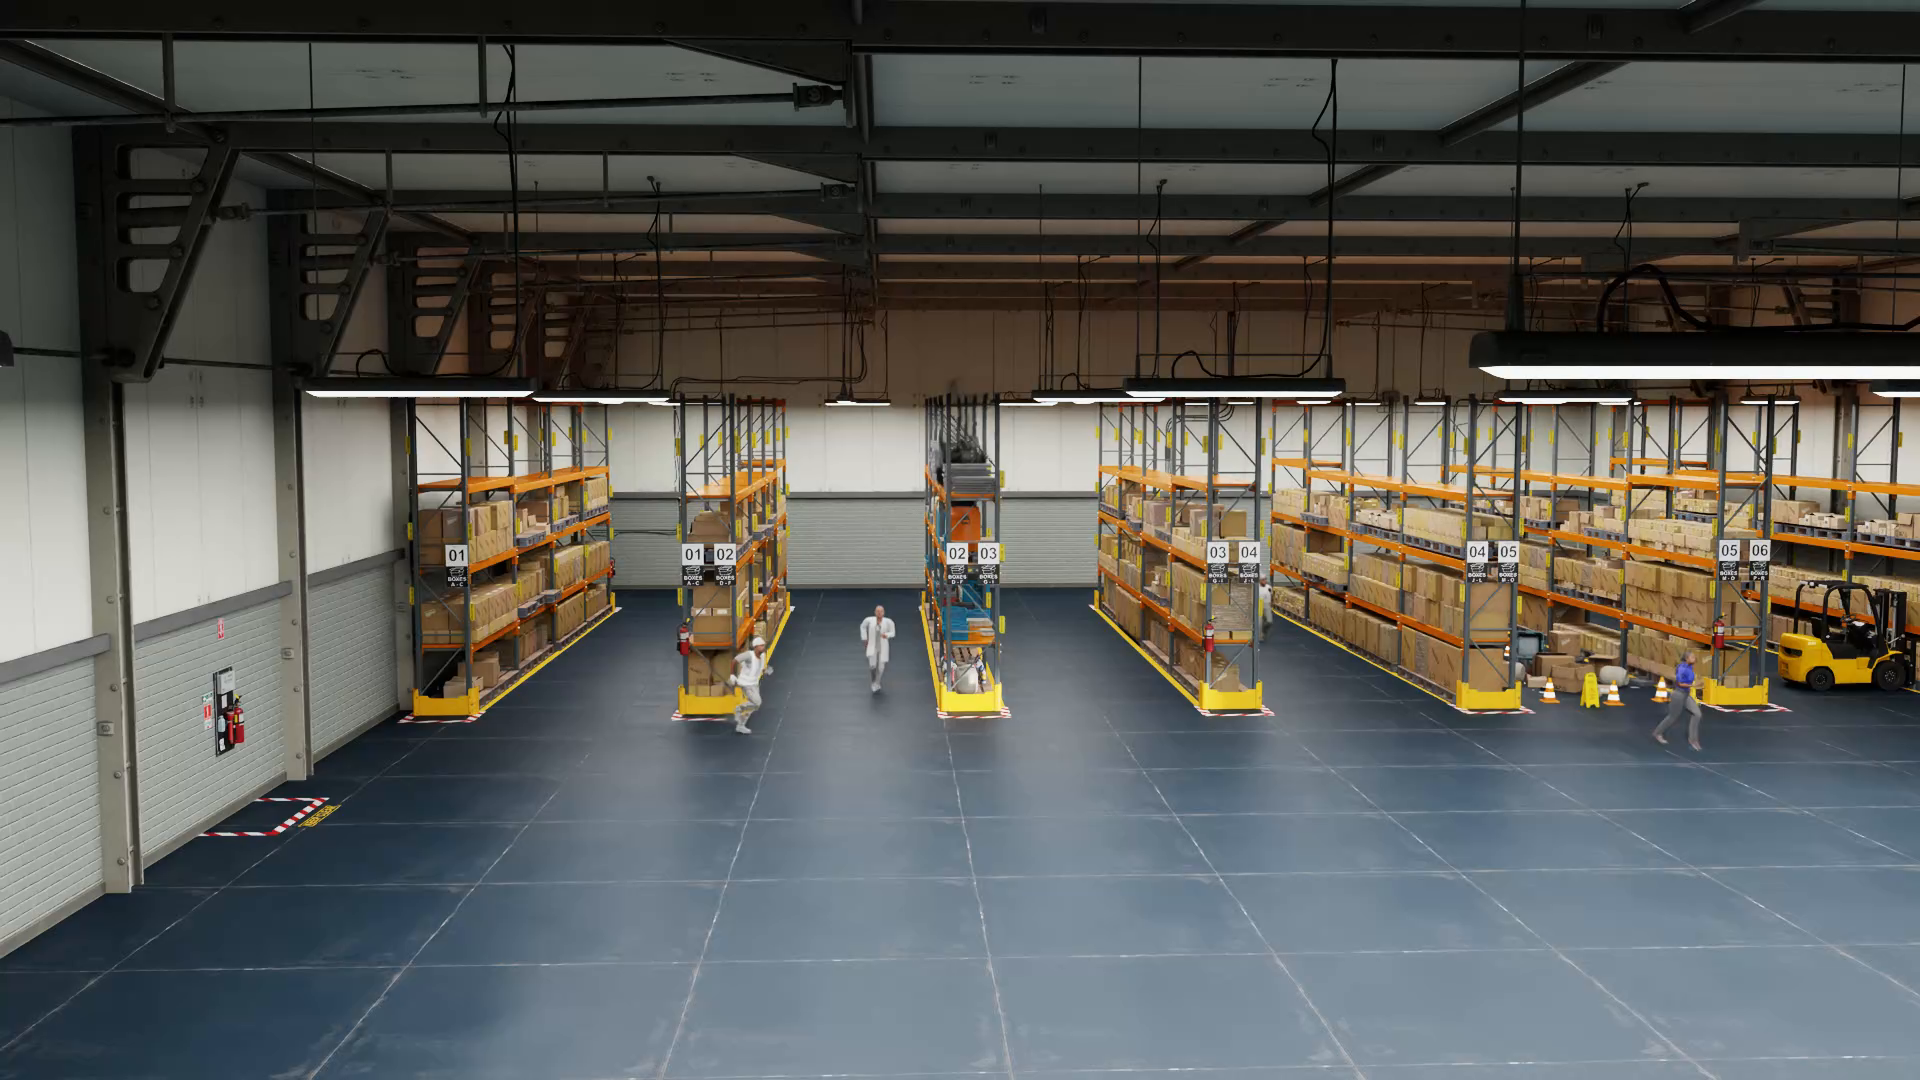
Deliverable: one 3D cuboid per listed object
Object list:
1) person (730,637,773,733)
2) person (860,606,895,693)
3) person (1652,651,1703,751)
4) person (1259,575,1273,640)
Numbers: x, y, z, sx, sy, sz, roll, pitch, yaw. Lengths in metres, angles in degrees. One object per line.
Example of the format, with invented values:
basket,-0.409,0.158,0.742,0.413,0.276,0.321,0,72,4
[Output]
person,-3.649,2.560,29.344,0.723,1.699,0.668,2,5,20
person,-1.651,2.245,33.493,0.691,1.674,0.781,0,5,-5
person,12.132,2.694,28.069,0.847,1.697,0.595,4,6,44
person,7.455,1.672,40.898,0.604,1.629,0.581,0,5,-6
